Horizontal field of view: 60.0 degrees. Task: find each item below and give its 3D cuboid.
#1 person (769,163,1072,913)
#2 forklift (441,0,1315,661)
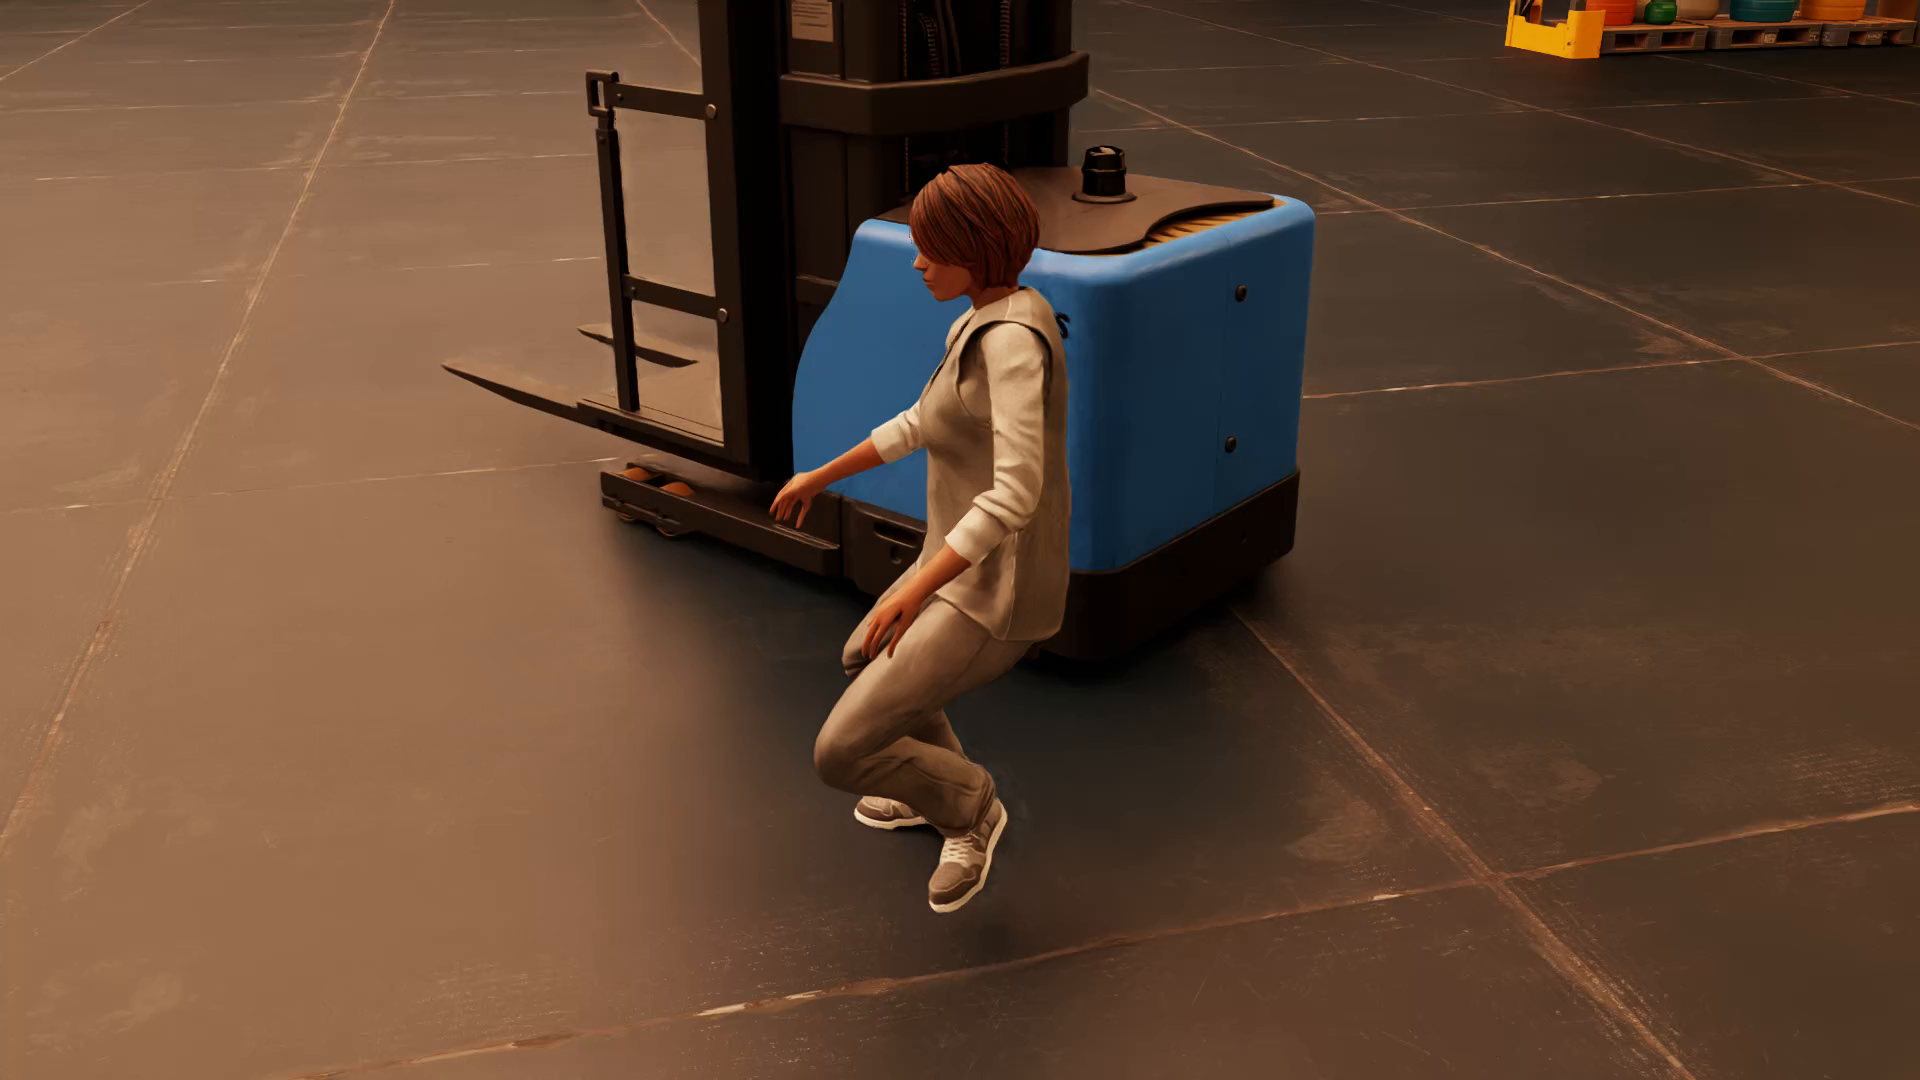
[{"bbox_3d":[-0.091,0.050,3.086,0.571,1.467,0.672,-1,23,-2],"label":"person"},{"bbox_3d":[-0.488,-1.498,4.831,3.031,2.935,1.130,18,29,36],"label":"forklift"}]
